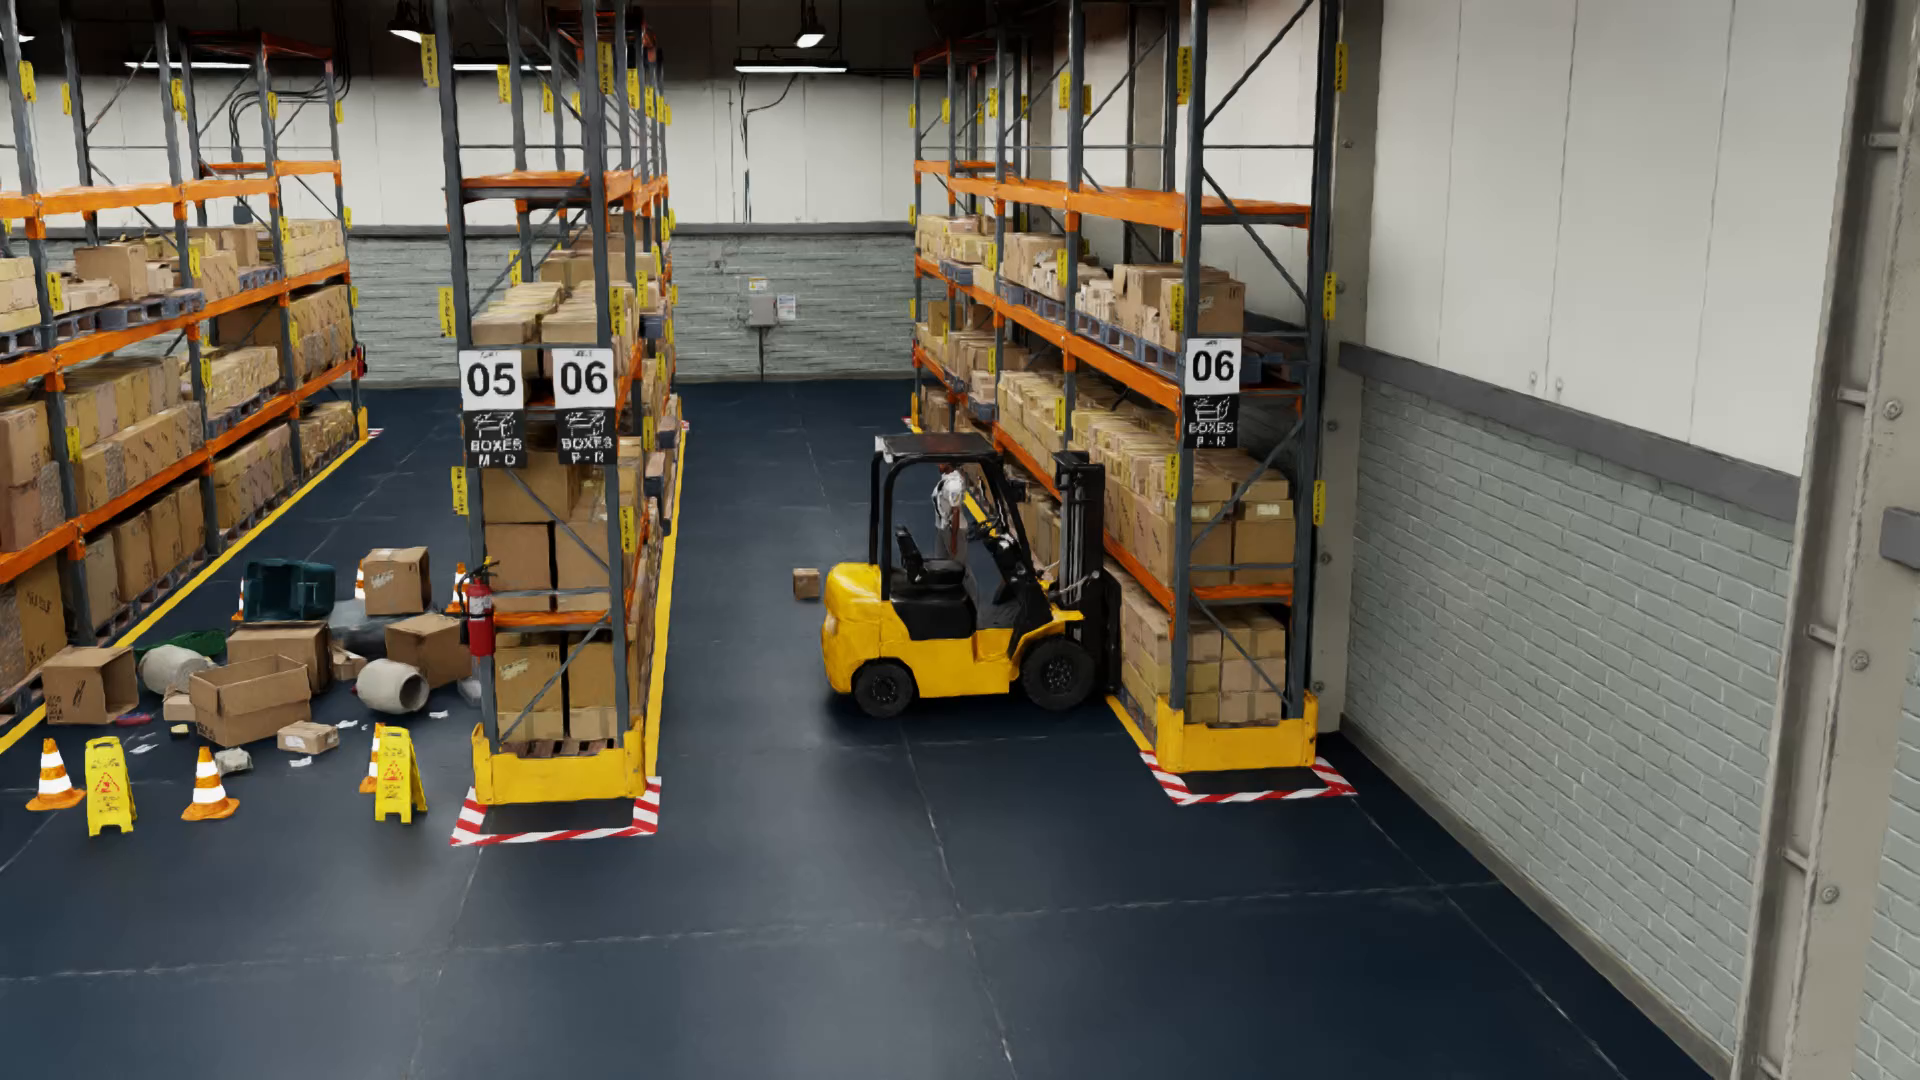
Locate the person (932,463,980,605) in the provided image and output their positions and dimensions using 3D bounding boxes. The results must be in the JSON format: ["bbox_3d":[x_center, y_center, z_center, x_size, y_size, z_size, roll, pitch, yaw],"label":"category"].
[{"bbox_3d":[-0.110,-0.096,16.299,0.579,1.664,0.657,-3,14,-12],"label":"person"}]
